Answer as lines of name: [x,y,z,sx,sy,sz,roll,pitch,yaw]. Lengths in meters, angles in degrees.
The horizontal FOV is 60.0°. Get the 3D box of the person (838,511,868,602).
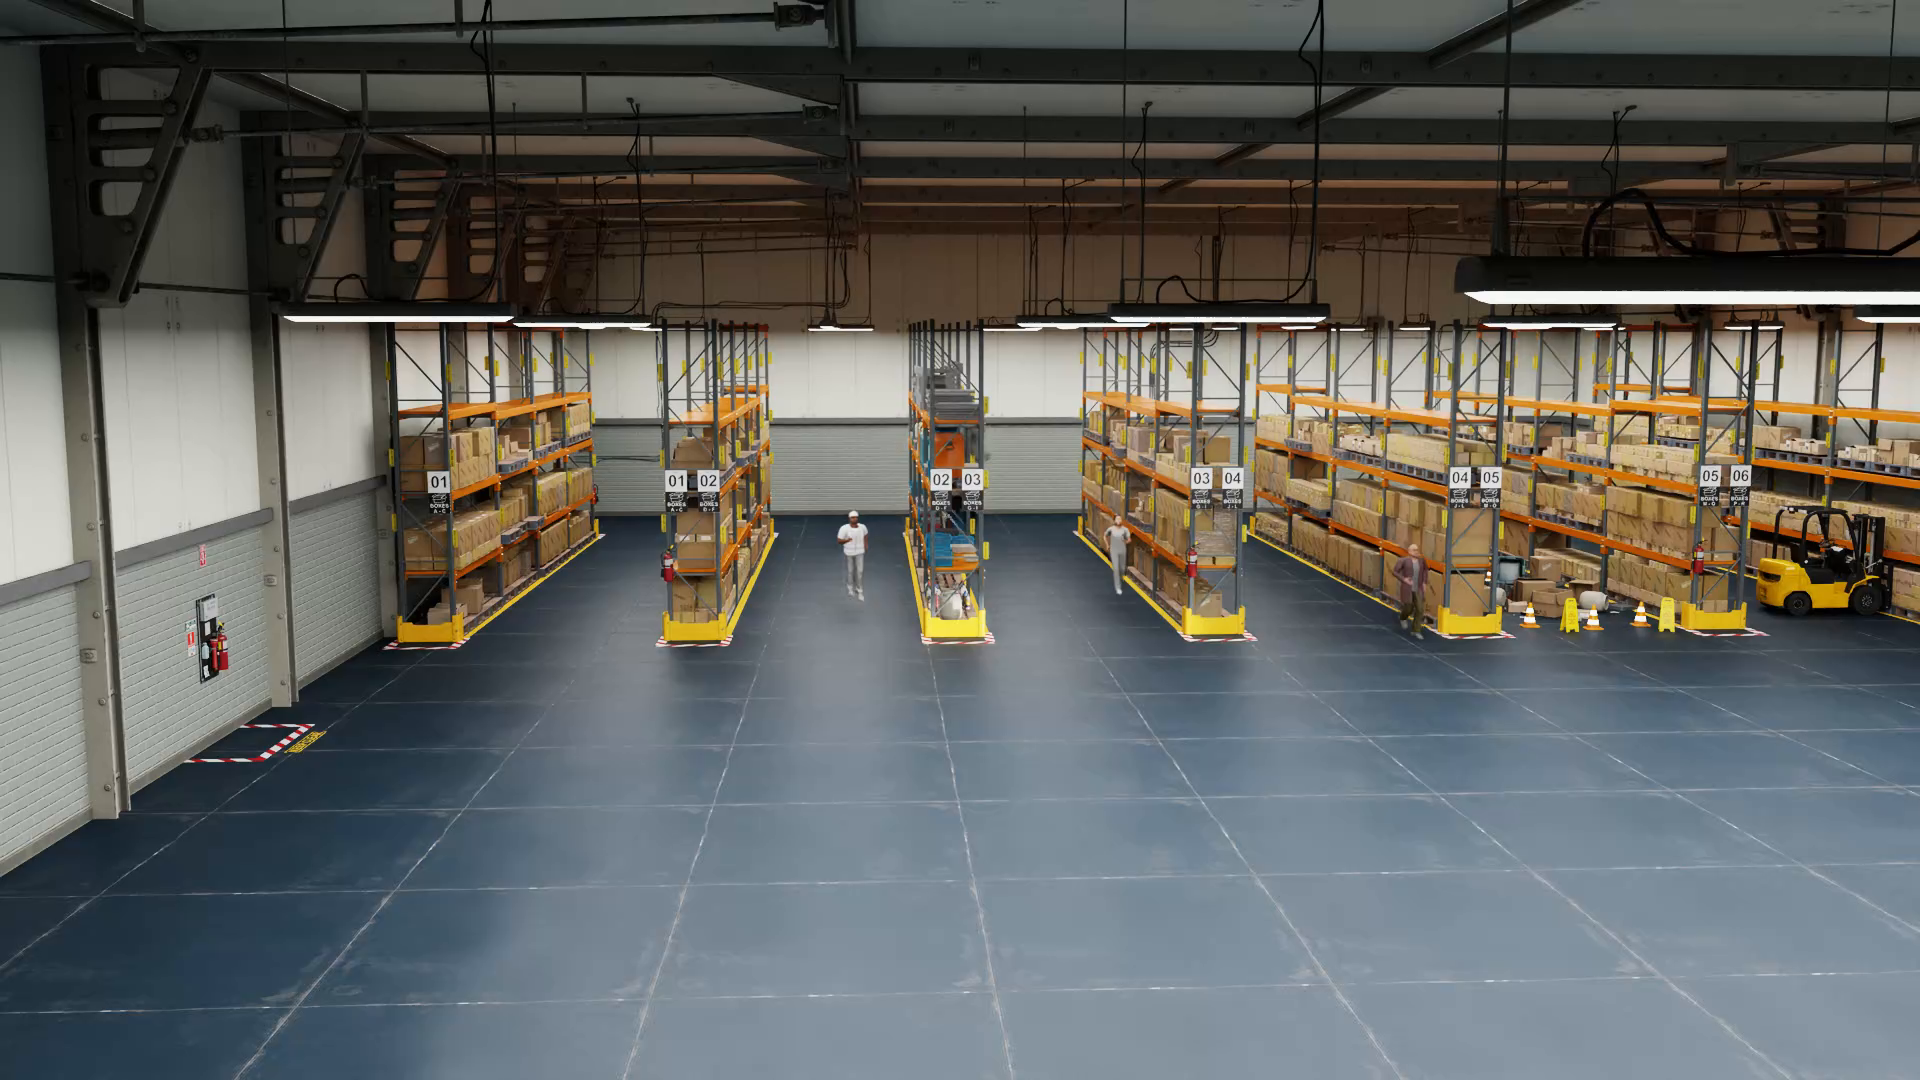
person: [-2.180,0.312,34.250,0.684,1.827,0.754,-2,7,-14]

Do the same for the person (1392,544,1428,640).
person: [8.601,0.958,31.658,0.731,1.774,0.894,-1,7,-6]

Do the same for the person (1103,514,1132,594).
person: [3.326,0.284,35.006,0.575,1.675,0.861,-1,7,-6]

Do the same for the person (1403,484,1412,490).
person: [13.311,-1.166,49.555,0.537,1.546,0.554,-1,7,-5]
